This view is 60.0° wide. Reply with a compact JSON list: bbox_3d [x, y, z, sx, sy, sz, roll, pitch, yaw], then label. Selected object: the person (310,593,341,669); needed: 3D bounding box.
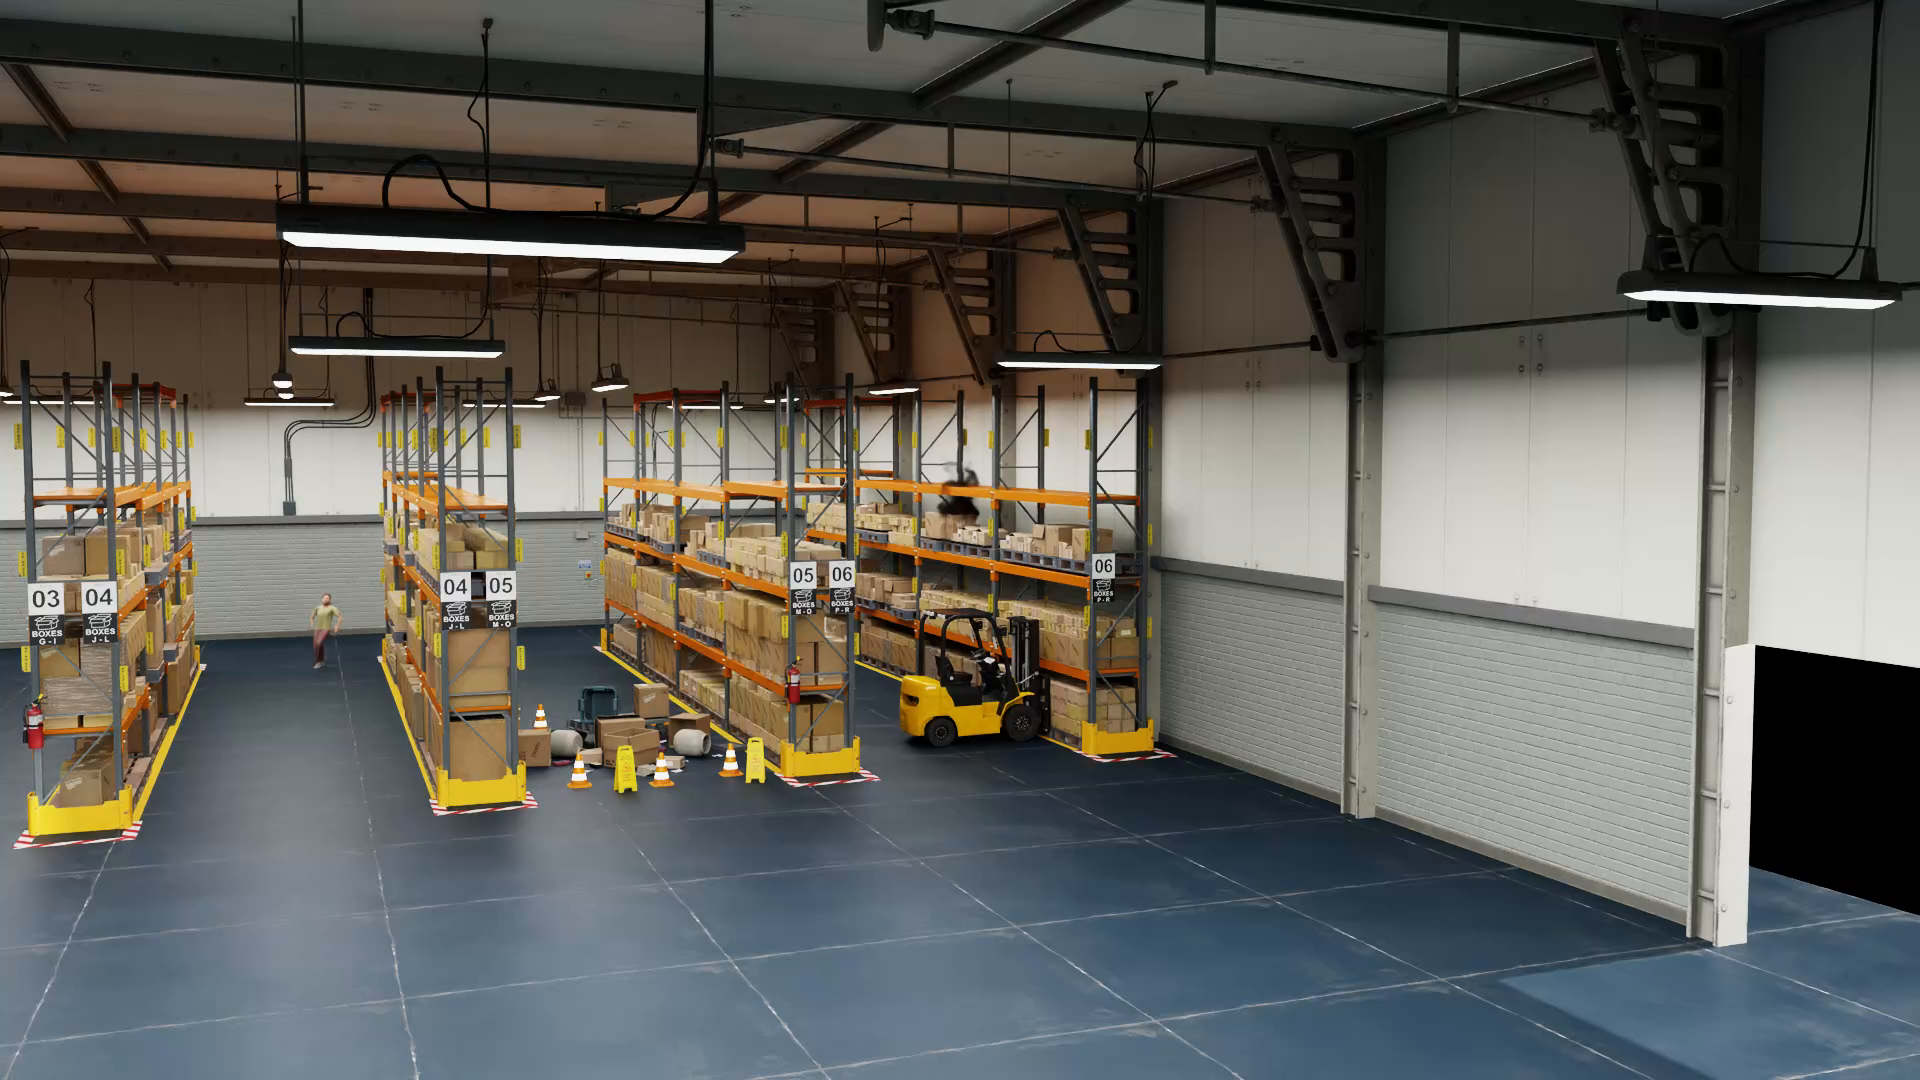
[{"bbox_3d":[-13.999,1.998,36.515,0.627,1.646,0.598,0,3,8],"label":"person"}]
